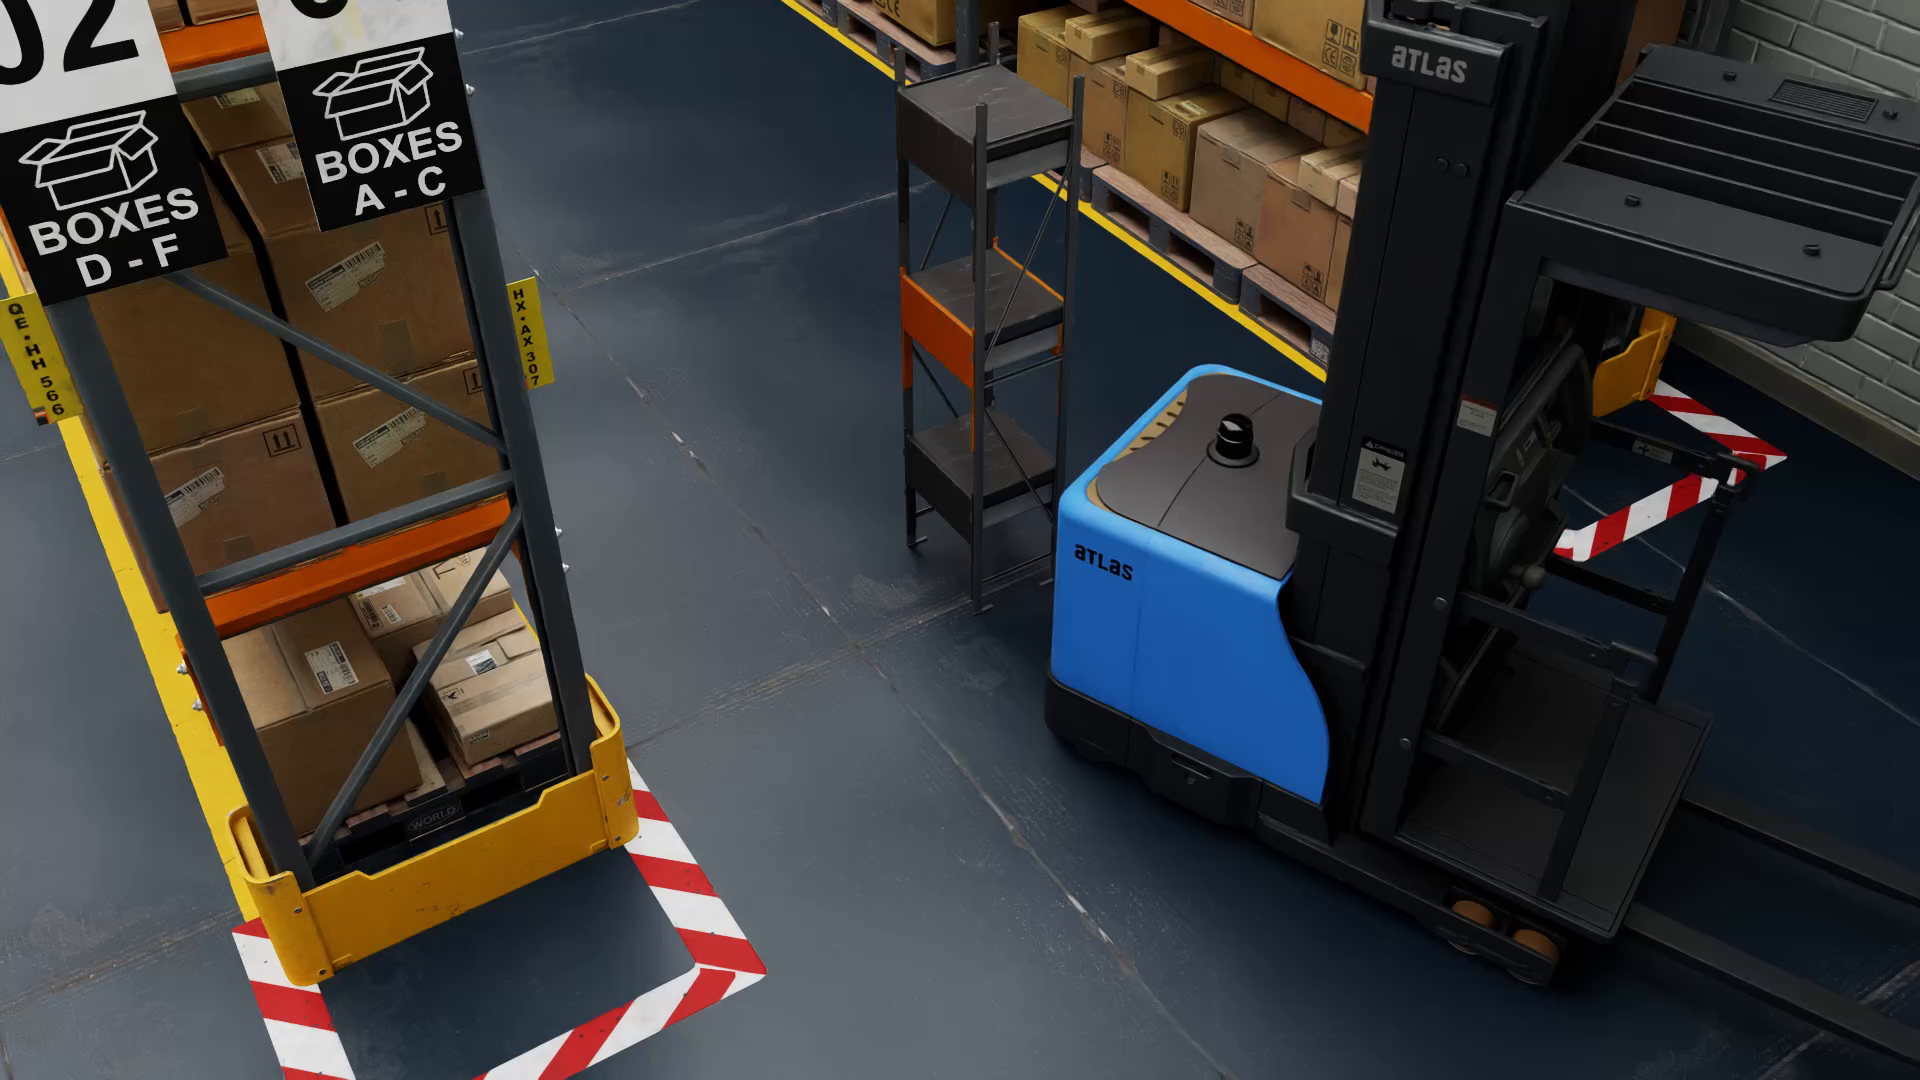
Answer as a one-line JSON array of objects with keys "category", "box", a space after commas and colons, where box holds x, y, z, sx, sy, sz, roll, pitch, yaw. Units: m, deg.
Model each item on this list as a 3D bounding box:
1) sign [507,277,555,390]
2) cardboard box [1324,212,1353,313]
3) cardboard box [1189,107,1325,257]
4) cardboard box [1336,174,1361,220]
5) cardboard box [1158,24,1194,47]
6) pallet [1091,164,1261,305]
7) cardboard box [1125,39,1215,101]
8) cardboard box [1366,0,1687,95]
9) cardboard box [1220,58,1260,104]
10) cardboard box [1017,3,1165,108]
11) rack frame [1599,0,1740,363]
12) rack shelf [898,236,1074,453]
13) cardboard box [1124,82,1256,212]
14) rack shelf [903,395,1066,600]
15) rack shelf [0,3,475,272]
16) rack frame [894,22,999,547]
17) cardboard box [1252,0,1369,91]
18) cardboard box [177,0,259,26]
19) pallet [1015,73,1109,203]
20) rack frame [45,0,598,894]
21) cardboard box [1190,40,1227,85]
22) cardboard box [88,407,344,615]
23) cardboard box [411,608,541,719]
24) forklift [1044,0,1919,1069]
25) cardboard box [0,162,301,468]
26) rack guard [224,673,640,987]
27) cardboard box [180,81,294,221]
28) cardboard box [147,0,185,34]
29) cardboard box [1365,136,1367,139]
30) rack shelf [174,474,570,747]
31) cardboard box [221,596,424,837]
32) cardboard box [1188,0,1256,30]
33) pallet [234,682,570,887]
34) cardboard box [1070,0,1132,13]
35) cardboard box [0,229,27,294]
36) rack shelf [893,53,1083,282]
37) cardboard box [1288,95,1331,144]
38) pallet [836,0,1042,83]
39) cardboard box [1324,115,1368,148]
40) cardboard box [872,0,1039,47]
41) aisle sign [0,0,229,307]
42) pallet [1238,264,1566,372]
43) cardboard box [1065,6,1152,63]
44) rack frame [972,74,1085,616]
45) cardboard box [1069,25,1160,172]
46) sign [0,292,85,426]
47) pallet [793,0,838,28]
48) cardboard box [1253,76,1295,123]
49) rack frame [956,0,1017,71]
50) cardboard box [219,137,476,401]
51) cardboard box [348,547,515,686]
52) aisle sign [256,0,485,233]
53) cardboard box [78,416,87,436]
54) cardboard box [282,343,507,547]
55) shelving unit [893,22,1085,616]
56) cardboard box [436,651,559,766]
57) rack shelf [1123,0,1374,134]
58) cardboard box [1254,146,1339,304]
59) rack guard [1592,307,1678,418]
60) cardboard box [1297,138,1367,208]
[{"category": "sign", "box": [-1.139, -0.537, 4.375, 0.100, 0.325, 0.005, -22, 45, -24]}, {"category": "cardboard box", "box": [2.118, -1.269, 7.555, 0.700, 0.500, 0.500, -22, 45, -24]}, {"category": "cardboard box", "box": [1.578, -1.811, 8.204, 0.700, 0.500, 0.500, -24, 45, -26]}, {"category": "cardboard box", "box": [1.895, -1.525, 7.355, 0.380, 0.149, 0.250, -23, 45, -25]}, {"category": "cardboard box", "box": [1.260, -2.616, 8.664, 0.380, 0.149, 0.250, -24, 45, -26]}, {"category": "pallet", "box": [1.431, -1.716, 8.645, 1.003, 0.211, 1.213, -22, 45, -24]}, {"category": "cardboard box", "box": [1.054, -2.366, 8.364, 0.380, 0.149, 0.250, -23, 45, -26]}, {"category": "cardboard box", "box": [2.296, -2.112, 6.707, 0.980, 0.700, 0.700, -20, 44, -23]}, {"category": "cardboard box", "box": [1.535, -2.340, 8.333, 0.380, 0.149, 0.250, -23, 45, -25]}, {"category": "cardboard box", "box": [0.743, -2.646, 9.207, 0.700, 0.500, 0.500, -22, 44, -24]}, {"category": "rack frame", "box": [2.578, -1.725, 6.477, 1.000, 3.000, 0.127, -22, 45, -24]}, {"category": "rack shelf", "box": [0.089, -0.707, 5.979, 0.431, 0.518, 0.480, -22, 45, -24]}, {"category": "cardboard box", "box": [1.285, -2.096, 8.547, 0.700, 0.500, 0.500, -21, 44, -23]}, {"category": "rack shelf", "box": [0.089, -0.169, 6.427, 0.431, 0.518, 0.480, -22, 45, -24]}, {"category": "rack shelf", "box": [-2.672, -1.973, 4.994, 1.077, 0.370, 4.000, -22, 45, -24]}, {"category": "rack frame", "box": [-0.042, -0.849, 6.129, 0.400, 2.100, 0.015, -22, 45, -24]}, {"category": "cardboard box", "box": [1.895, -2.501, 7.174, 0.980, 0.700, 0.700, -23, 45, -25]}, {"category": "cardboard box", "box": [-1.658, -1.477, 3.954, 0.500, 0.250, 0.500, -22, 45, -24]}, {"category": "pallet", "box": [0.770, -2.375, 9.436, 1.003, 0.211, 1.213, -22, 45, -24]}, {"category": "rack frame", "box": [-1.596, -0.018, 4.428, 1.000, 3.000, 0.127, -22, 45, -24]}, {"category": "cardboard box", "box": [1.395, -2.480, 8.500, 0.380, 0.149, 0.250, -22, 44, -24]}, {"category": "cardboard box", "box": [-2.067, -0.204, 4.574, 0.500, 0.500, 0.500, -21, 44, -23]}, {"category": "cardboard box", "box": [-1.666, 0.422, 5.770, 0.380, 0.166, 0.250, -22, 45, -24]}, {"category": "forklift", "box": [1.801, -0.154, 4.646, 3.031, 2.935, 1.130, 24, 45, 26]}, {"category": "cardboard box", "box": [-2.067, -0.586, 4.251, 0.500, 0.500, 0.500, -23, 45, -25]}, {"category": "rack guard", "box": [-1.637, 0.901, 5.278, 1.175, 0.500, 0.348, -22, 45, -24]}, {"category": "cardboard box", "box": [-1.900, -1.050, 4.808, 0.500, 0.500, 0.500, -22, 44, -24]}, {"category": "cardboard box", "box": [-2.095, -1.299, 3.740, 0.500, 0.250, 0.500, -22, 45, -24]}, {"category": "cardboard box", "box": [2.080, -1.793, 7.677, 0.380, 0.149, 0.250, -22, 45, -24]}, {"category": "rack shelf", "box": [-2.672, -0.821, 5.954, 1.077, 0.370, 4.000, -22, 45, -24]}, {"category": "cardboard box", "box": [-2.096, 0.565, 5.338, 0.500, 0.500, 0.500, -22, 45, -24]}, {"category": "cardboard box", "box": [1.493, -2.916, 7.671, 0.980, 0.700, 0.700, -24, 46, -26]}, {"category": "pallet", "box": [-2.067, 0.583, 5.886, 1.003, 0.211, 1.213, -22, 45, -24]}, {"category": "cardboard box", "box": [0.833, -3.042, 9.175, 0.380, 0.149, 0.250, -22, 45, -25]}, {"category": "cardboard box", "box": [-2.340, -0.858, 4.578, 0.500, 0.500, 0.500, -21, 44, -23]}, {"category": "rack shelf", "box": [0.089, -1.245, 5.531, 0.431, 0.518, 0.480, -22, 45, -24]}, {"category": "cardboard box", "box": [1.809, -2.065, 8.003, 0.380, 0.149, 0.250, -22, 44, -24]}, {"category": "pallet", "box": [-0.051, -3.203, 10.429, 1.003, 0.211, 1.213, -22, 45, -24]}, {"category": "cardboard box", "box": [1.946, -1.928, 7.839, 0.380, 0.149, 0.250, -22, 45, -24]}, {"category": "cardboard box", "box": [-0.032, -3.526, 9.989, 0.750, 0.750, 0.750, -22, 44, -24]}, {"category": "aisle sign", "box": [-1.818, -0.874, 3.425, 0.394, 0.787, 0.004, -22, 45, -24]}, {"category": "pallet", "box": [2.082, -1.058, 7.855, 1.003, 0.211, 1.213, -22, 45, -24]}, {"category": "cardboard box", "box": [0.774, -2.648, 8.702, 0.380, 0.149, 0.250, -21, 44, -23]}, {"category": "rack frame", "box": [0.220, -0.586, 5.813, 0.400, 2.100, 0.015, -22, 45, -24]}, {"category": "cardboard box", "box": [1.011, -2.374, 8.880, 0.700, 0.500, 0.500, -23, 45, -25]}, {"category": "sign", "box": [-2.075, -0.404, 3.740, 0.100, 0.325, 0.005, -22, 45, -24]}, {"category": "pallet", "box": [-0.711, -3.862, 11.220, 1.003, 0.211, 1.213, -22, 45, -24]}, {"category": "cardboard box", "box": [1.670, -2.204, 8.169, 0.380, 0.149, 0.250, -22, 44, -24]}, {"category": "rack frame", "box": [0.428, -3.884, 9.068, 1.000, 3.000, 0.127, -22, 45, -24]}, {"category": "cardboard box", "box": [-1.613, -0.771, 4.473, 0.500, 0.500, 0.500, -21, 44, -23]}, {"category": "cardboard box", "box": [-1.918, 0.208, 5.961, 0.500, 0.250, 0.500, -22, 45, -24]}, {"category": "aisle sign", "box": [-1.312, -1.081, 3.673, 0.394, 0.787, 0.004, -22, 45, -24]}, {"category": "cardboard box", "box": [-2.348, -0.483, 4.909, 0.500, 0.500, 0.500, -22, 45, -24]}, {"category": "cardboard box", "box": [-1.613, -0.387, 4.793, 0.500, 0.500, 0.500, -21, 44, -24]}, {"category": "shelving unit", "box": [0.089, -0.717, 5.971, 0.431, 2.100, 0.503, -22, 45, -24]}, {"category": "cardboard box", "box": [-1.532, 0.564, 5.613, 0.380, 0.149, 0.250, -22, 45, -24]}, {"category": "rack shelf", "box": [1.503, -2.528, 8.003, 1.077, 0.370, 4.000, -22, 45, -24]}, {"category": "cardboard box", "box": [1.849, -1.539, 7.879, 0.700, 0.500, 0.500, -22, 45, -25]}, {"category": "rack guard", "box": [2.591, -0.752, 7.262, 1.175, 0.500, 0.348, -22, 45, -24]}, {"category": "cardboard box", "box": [1.757, -1.663, 7.520, 0.380, 0.149, 0.250, -21, 44, -23]}]
